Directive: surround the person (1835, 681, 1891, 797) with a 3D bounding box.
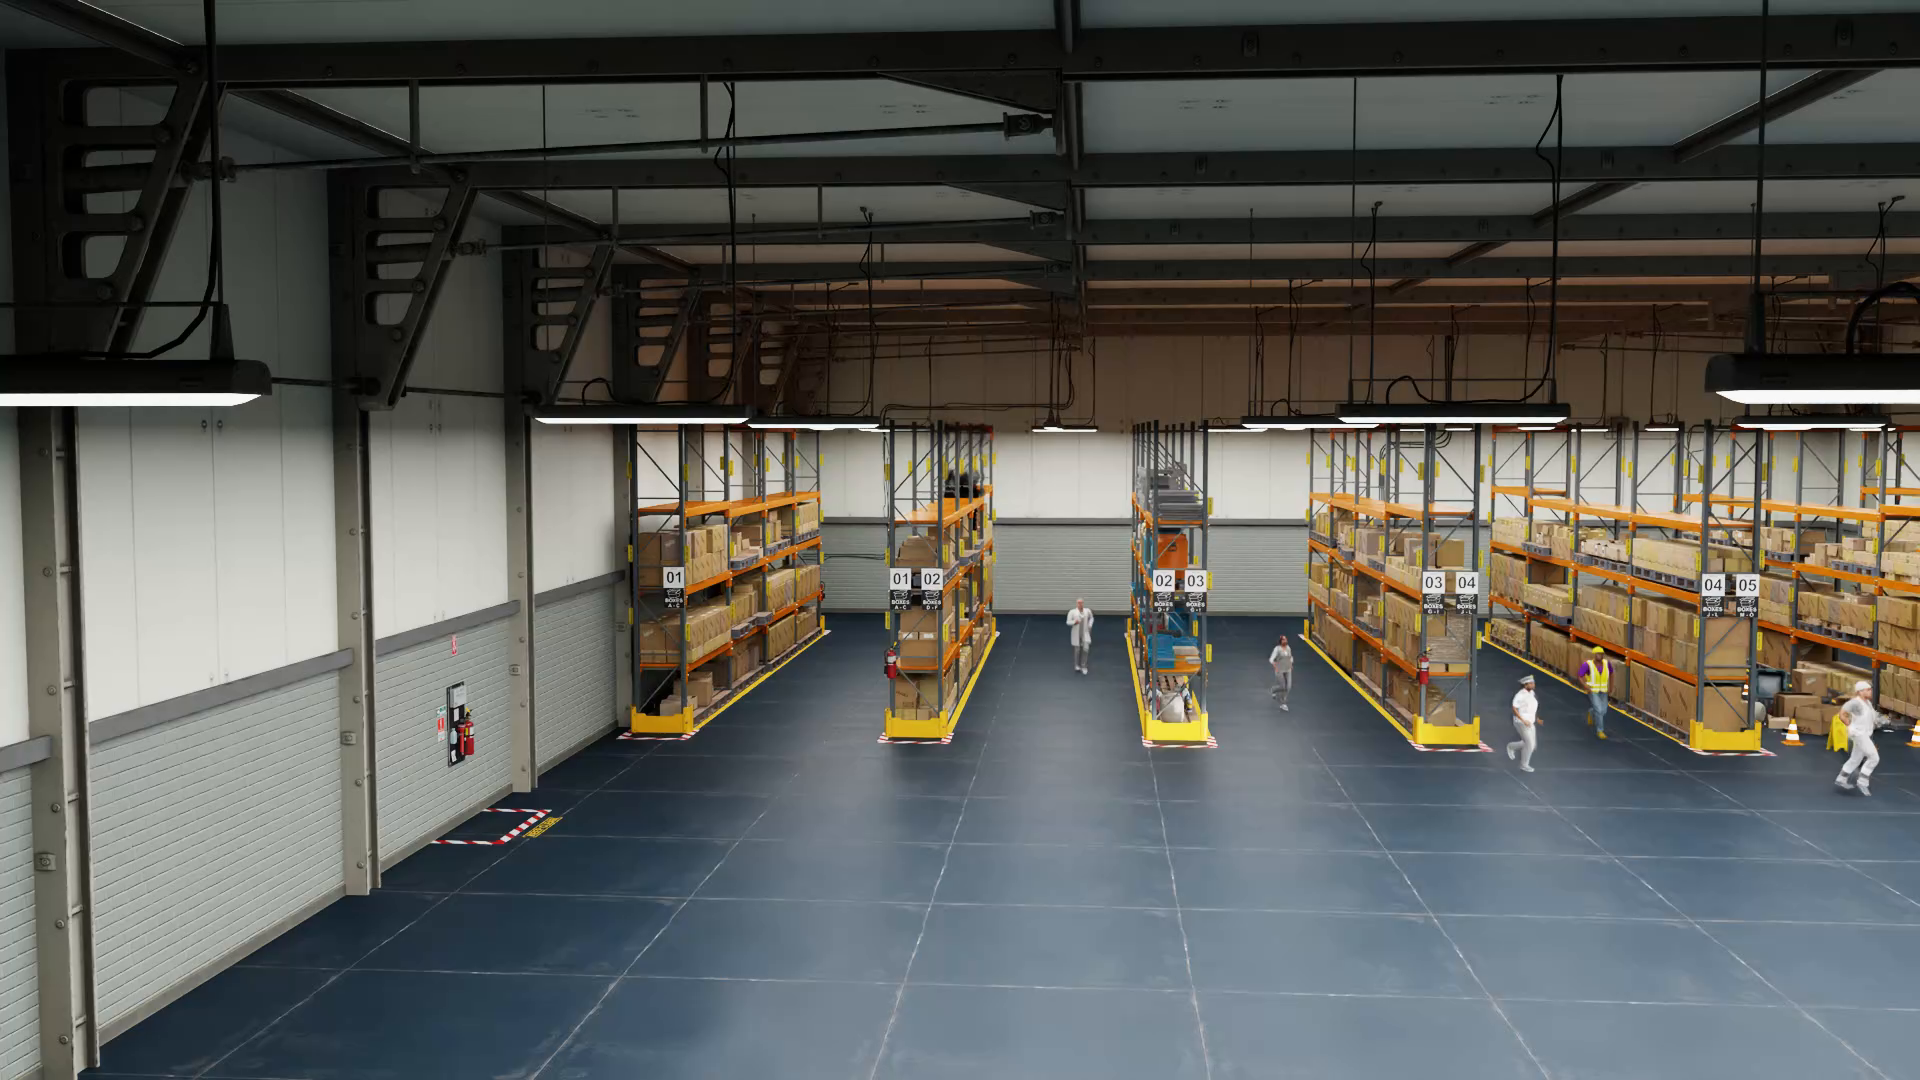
[{"bbox_3d":[14.375,3.159,26.499,0.754,1.830,0.632,3,5,43],"label":"person"}]

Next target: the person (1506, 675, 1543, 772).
[{"bbox_3d":[9.604,3.114,28.463,0.555,1.647,0.577,-3,5,-42],"label":"person"}]

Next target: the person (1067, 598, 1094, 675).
[{"bbox_3d":[2.896,2.315,39.891,0.685,1.826,0.777,0,4,-3],"label":"person"}]

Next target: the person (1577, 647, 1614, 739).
[{"bbox_3d":[12.097,2.876,31.629,0.721,1.730,0.702,0,4,-6],"label":"person"}]

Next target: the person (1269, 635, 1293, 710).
[{"bbox_3d":[6.731,2.755,34.783,0.536,1.563,0.576,-1,4,-17],"label":"person"}]
